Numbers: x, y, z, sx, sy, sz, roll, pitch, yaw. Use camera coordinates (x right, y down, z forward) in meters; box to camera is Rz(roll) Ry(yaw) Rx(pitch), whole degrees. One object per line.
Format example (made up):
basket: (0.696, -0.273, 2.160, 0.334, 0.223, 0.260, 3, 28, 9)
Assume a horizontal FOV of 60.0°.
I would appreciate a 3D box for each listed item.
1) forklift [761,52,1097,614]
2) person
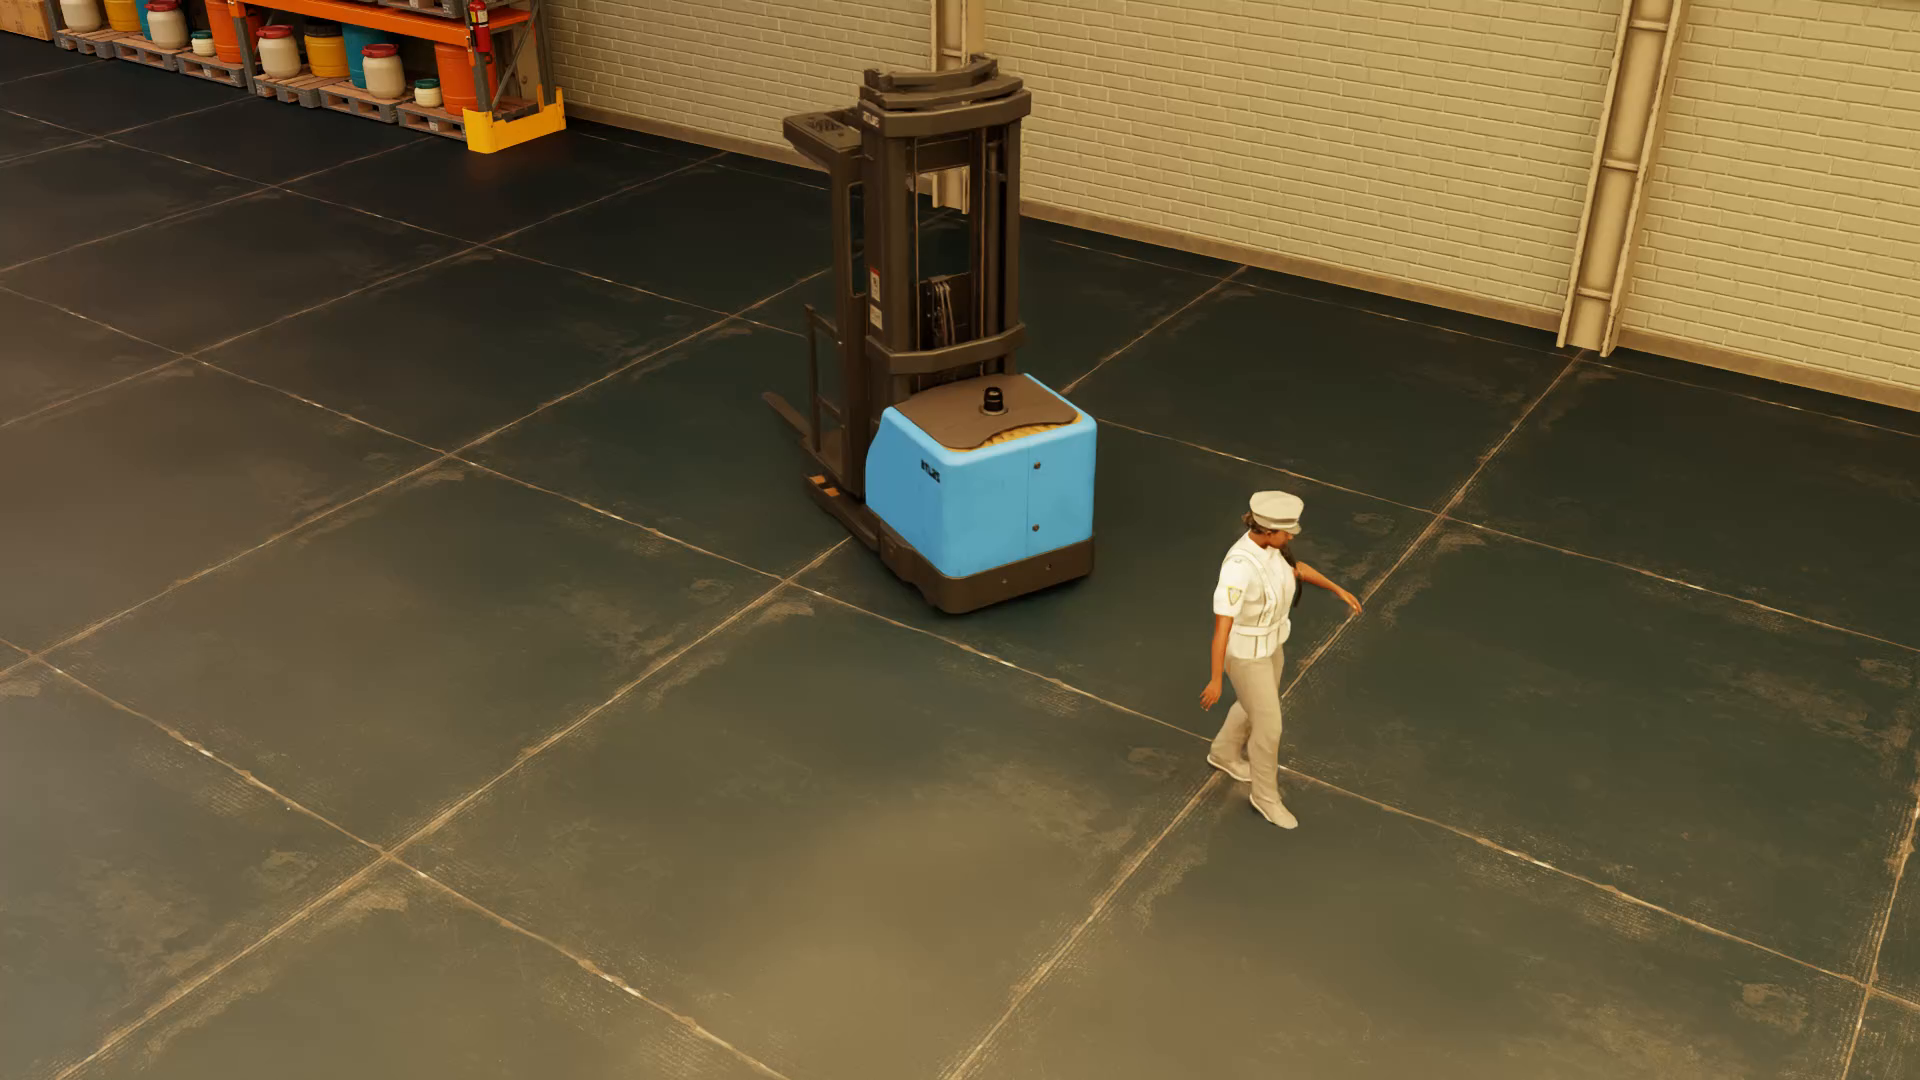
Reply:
forklift: (-0.368, -1.547, 10.245, 1.130, 2.935, 3.031, -16, 34, -26)
person: (1.474, 0.573, 7.937, 0.614, 1.681, 0.915, 20, 36, 30)
